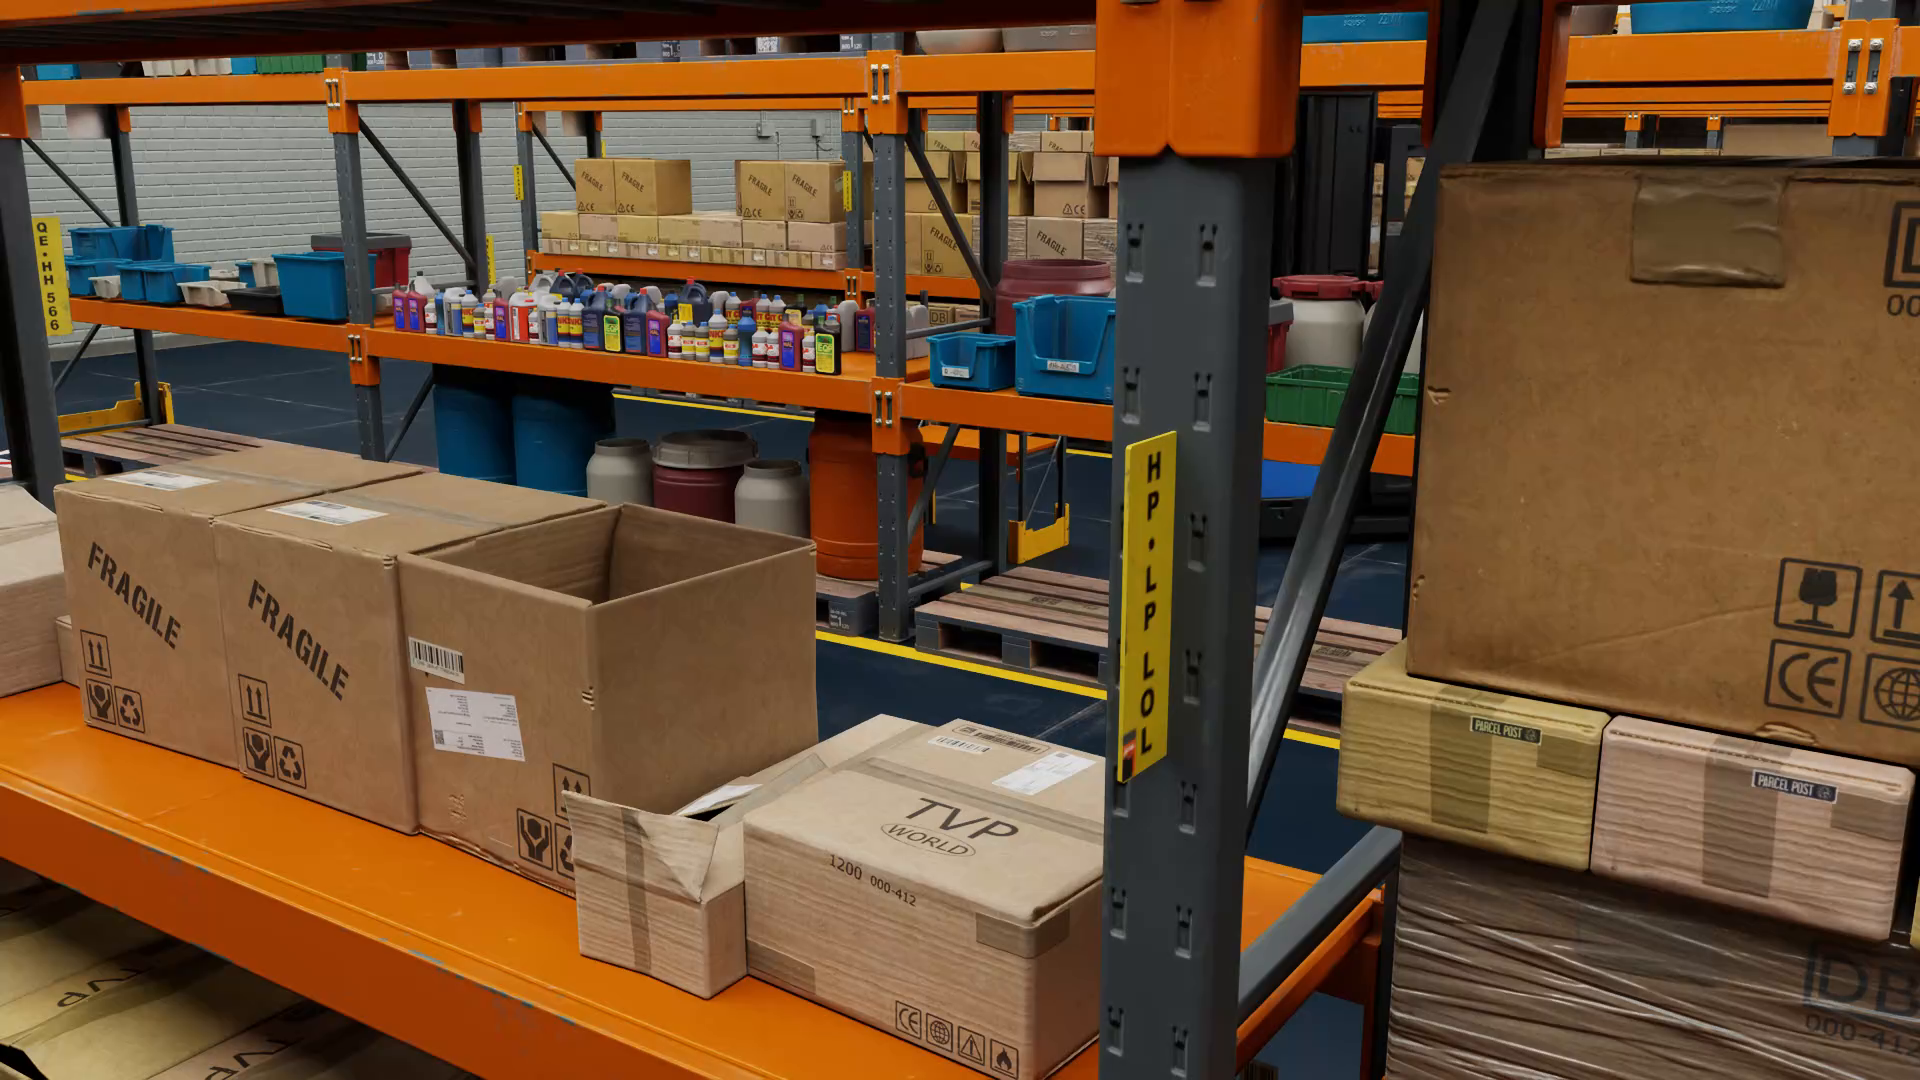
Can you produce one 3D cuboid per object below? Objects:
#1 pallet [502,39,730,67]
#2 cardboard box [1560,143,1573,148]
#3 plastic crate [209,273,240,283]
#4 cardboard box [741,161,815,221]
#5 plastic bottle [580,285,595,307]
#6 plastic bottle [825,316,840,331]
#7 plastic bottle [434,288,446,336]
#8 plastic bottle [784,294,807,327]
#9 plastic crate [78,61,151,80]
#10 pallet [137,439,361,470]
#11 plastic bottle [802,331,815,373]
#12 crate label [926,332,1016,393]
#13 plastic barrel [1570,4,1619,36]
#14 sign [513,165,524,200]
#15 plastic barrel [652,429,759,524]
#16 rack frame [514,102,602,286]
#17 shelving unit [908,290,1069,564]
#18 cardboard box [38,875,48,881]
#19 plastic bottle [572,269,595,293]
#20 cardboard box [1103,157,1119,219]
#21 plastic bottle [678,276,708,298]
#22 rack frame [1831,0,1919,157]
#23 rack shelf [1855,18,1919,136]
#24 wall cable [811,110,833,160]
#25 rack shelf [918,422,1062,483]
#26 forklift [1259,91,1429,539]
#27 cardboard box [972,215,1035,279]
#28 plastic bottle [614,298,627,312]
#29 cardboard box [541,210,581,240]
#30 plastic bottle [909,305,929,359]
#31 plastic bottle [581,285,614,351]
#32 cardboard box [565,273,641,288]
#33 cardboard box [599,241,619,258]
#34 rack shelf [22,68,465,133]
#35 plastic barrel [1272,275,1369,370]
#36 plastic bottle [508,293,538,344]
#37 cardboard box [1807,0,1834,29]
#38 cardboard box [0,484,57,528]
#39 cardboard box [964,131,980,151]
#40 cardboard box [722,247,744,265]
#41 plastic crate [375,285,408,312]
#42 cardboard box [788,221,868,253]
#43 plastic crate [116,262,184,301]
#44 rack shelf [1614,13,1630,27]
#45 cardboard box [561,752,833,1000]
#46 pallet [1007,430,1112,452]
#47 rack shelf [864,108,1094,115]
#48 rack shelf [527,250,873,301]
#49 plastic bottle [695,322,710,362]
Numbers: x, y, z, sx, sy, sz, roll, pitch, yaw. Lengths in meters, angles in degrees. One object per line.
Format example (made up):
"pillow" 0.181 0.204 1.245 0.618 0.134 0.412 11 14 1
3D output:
"pallet" -1.749 -2.709 9.177 1.213 0.211 1.003 9 17 33
"cardboard box" 7.212 -4.628 20.486 0.500 0.500 0.500 10 17 34
"plastic crate" -5.205 -1.836 11.923 0.250 0.136 0.298 9 17 33
"cardboard box" -1.576 -3.082 14.663 0.500 0.500 0.500 9 17 33
"plastic bottle" -2.222 -1.387 9.953 0.097 0.271 0.097 0 14 0
"plastic bottle" -0.694 -1.107 8.964 0.097 0.201 0.097 0 14 0
"plastic bottle" -3.033 -1.343 9.773 0.097 0.271 0.097 0 14 0
"plastic bottle" -0.917 -1.232 9.299 0.133 0.283 0.061 9 17 33
"plastic crate" -5.601 -3.285 11.238 0.767 0.338 0.504 9 17 33
"pallet" -5.045 -0.483 11.835 1.213 0.211 1.003 9 17 33
"plastic bottle" -0.737 -0.938 8.282 0.097 0.201 0.097 0 14 0
"crate label" 0.063 -0.833 7.796 0.416 0.233 0.303 9 17 33
"plastic barrel" 2.156 -2.321 6.173 0.600 0.901 0.600 0 14 0
"sign" -4.266 -3.455 16.072 0.005 0.325 0.100 9 17 33
"plastic barrel" -1.430 -0.293 9.408 0.708 0.588 0.600 9 17 33
"rack frame" -3.951 -3.106 16.629 0.127 3.000 1.000 9 17 33
"shelving unit" 0.063 -0.718 10.102 1.083 1.500 0.587 9 17 33
"cardboard box" -2.273 0.821 4.445 0.500 0.311 0.500 10 17 34
"plastic bottle" -2.298 -1.476 10.144 0.185 0.351 0.144 9 17 33
"cardboard box" 1.550 -2.758 12.927 0.637 0.503 0.797 10 17 34
"plastic bottle" -1.537 -1.353 9.647 0.185 0.351 0.144 9 17 33
"rack frame" 3.242 -0.509 6.139 0.127 3.000 1.000 9 17 33
"rack shelf" 4.901 -1.348 4.781 4.000 0.370 1.077 9 17 33
"wall cable" -2.331 -6.611 28.674 0.122 1.984 0.588 9 17 33
"rack shelf" 0.071 -0.542 10.140 1.000 0.185 0.538 9 17 33
"forklift" 2.712 -1.534 10.421 3.031 2.935 1.130 -2 14 -9
"cardboard box" 0.443 -2.372 13.456 0.500 0.500 0.500 9 16 32
"plastic bottle" -1.830 -1.166 9.036 0.133 0.283 0.061 9 17 33
"cardboard box" -3.704 -3.060 16.134 0.500 0.250 0.500 9 16 31
"plastic bottle" -0.256 -1.108 8.815 0.135 0.276 0.152 9 17 33
"plastic bottle" -1.972 -1.217 9.098 0.185 0.351 0.144 9 17 33
"cardboard box" -3.376 -2.209 16.552 0.875 0.875 0.875 9 17 33
"cardboard box" -3.198 -2.768 15.784 0.250 0.149 0.380 9 16 32
"rack shelf" -5.056 -2.957 11.282 4.000 0.370 1.077 9 17 33
"plastic barrel" 1.602 -0.904 7.449 0.433 0.535 0.433 0 14 0
"plastic bottle" -2.457 -1.260 9.428 0.135 0.276 0.152 9 17 33
"cardboard box" 5.170 -3.198 10.162 0.258 0.266 0.396 10 17 35
"cardboard box" -2.568 0.042 4.096 0.500 0.311 0.500 10 17 36
"cardboard box" 0.391 -4.439 19.103 0.500 0.500 0.500 9 16 31
"cardboard box" -1.922 -2.561 14.951 0.250 0.149 0.380 10 17 34
"plastic crate" -3.703 -1.574 10.864 0.243 0.136 0.396 9 17 33
"cardboard box" -1.145 -2.648 14.472 0.500 0.250 0.500 9 16 32
"plastic crate" -5.602 -1.791 11.540 0.300 0.233 0.416 9 17 33
"rack shelf" 9.325 -7.637 24.774 4.000 0.370 1.077 9 17 33
"cardboard box" -0.358 0.462 2.495 0.258 0.266 0.396 9 16 31
"pallet" 1.067 -0.964 13.779 1.213 0.211 1.003 9 17 33
"rack shelf" 0.560 -4.920 19.212 4.000 0.370 1.077 9 17 33
"rack shelf" -2.292 -2.489 15.632 4.000 0.370 1.077 9 17 33
"plastic bottle" -1.332 -1.034 8.671 0.097 0.201 0.097 0 14 0
